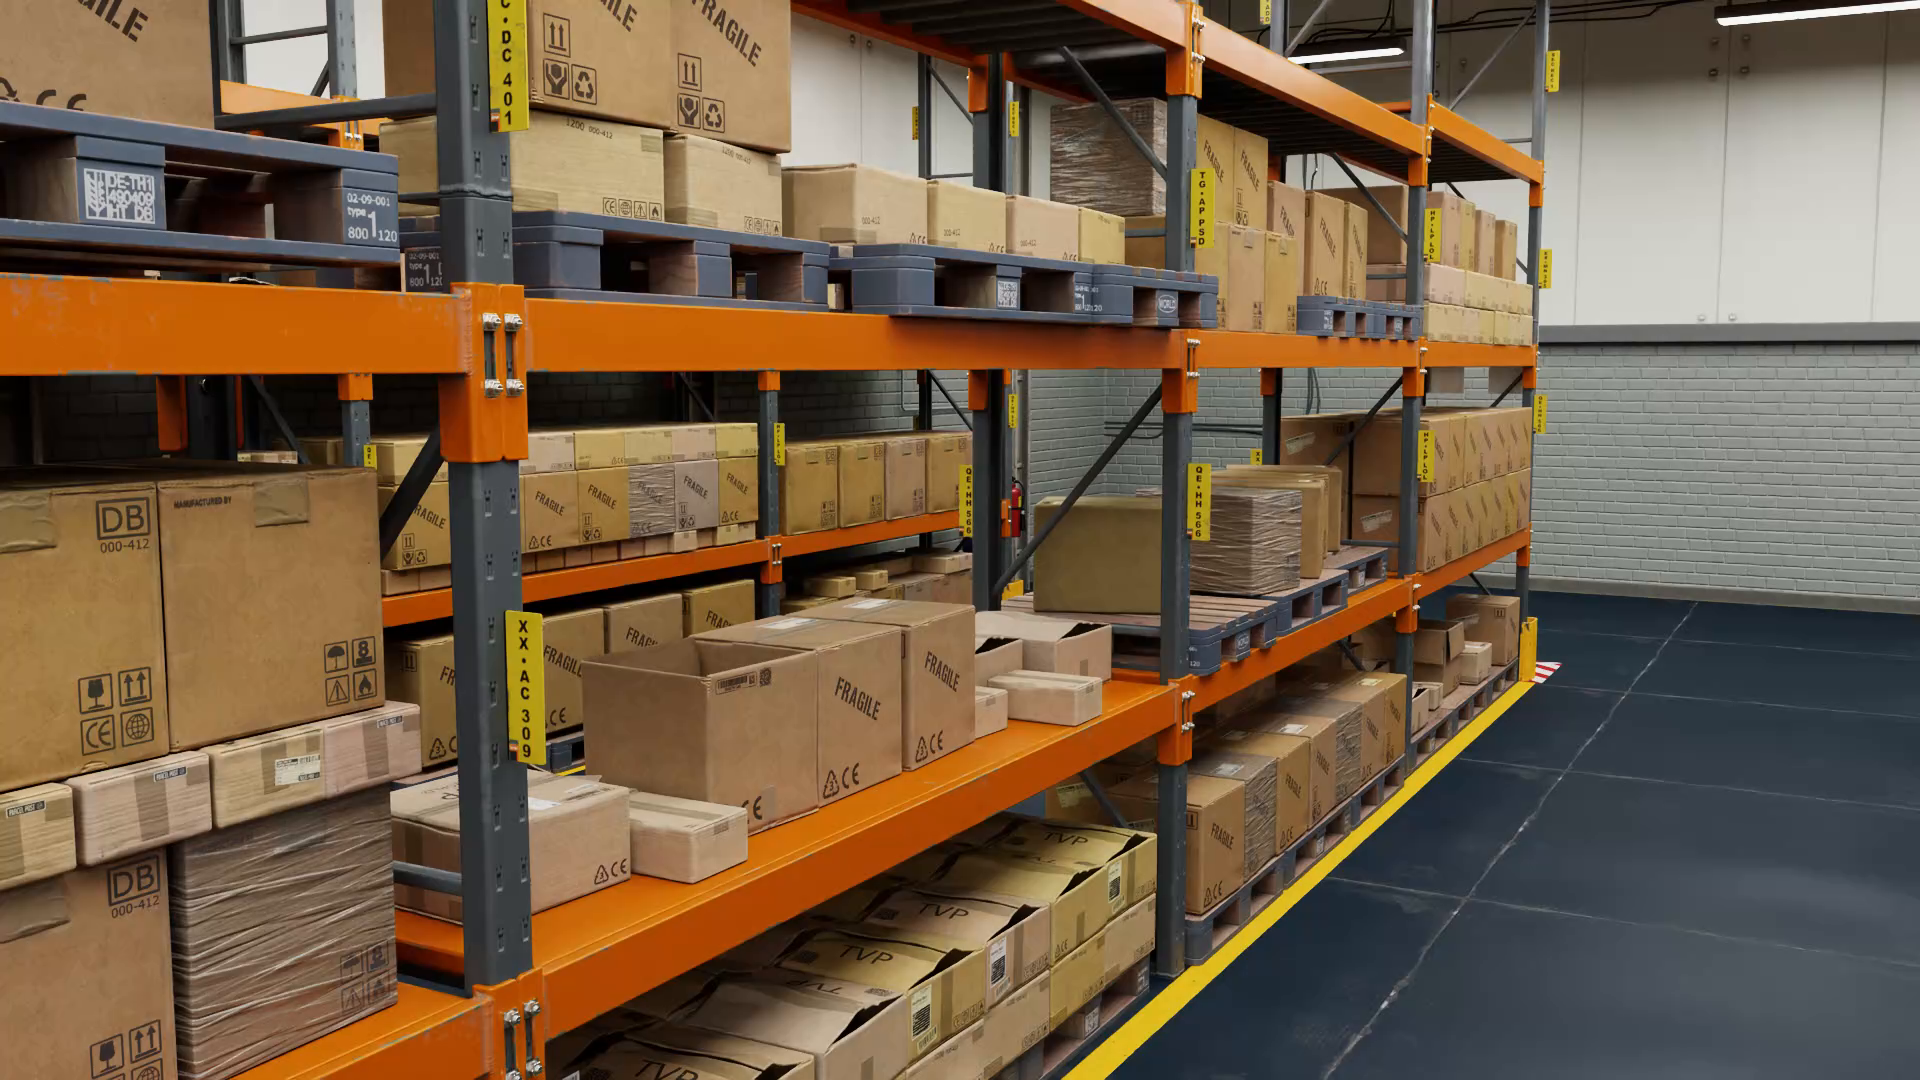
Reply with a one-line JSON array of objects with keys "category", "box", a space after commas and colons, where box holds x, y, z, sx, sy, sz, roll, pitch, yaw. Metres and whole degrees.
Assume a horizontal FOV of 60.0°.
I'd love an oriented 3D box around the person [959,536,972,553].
[{"category": "person", "box": [0.193, -0.068, 18.036, 0.420, 1.660, 0.513, -5, 8, -39]}]
